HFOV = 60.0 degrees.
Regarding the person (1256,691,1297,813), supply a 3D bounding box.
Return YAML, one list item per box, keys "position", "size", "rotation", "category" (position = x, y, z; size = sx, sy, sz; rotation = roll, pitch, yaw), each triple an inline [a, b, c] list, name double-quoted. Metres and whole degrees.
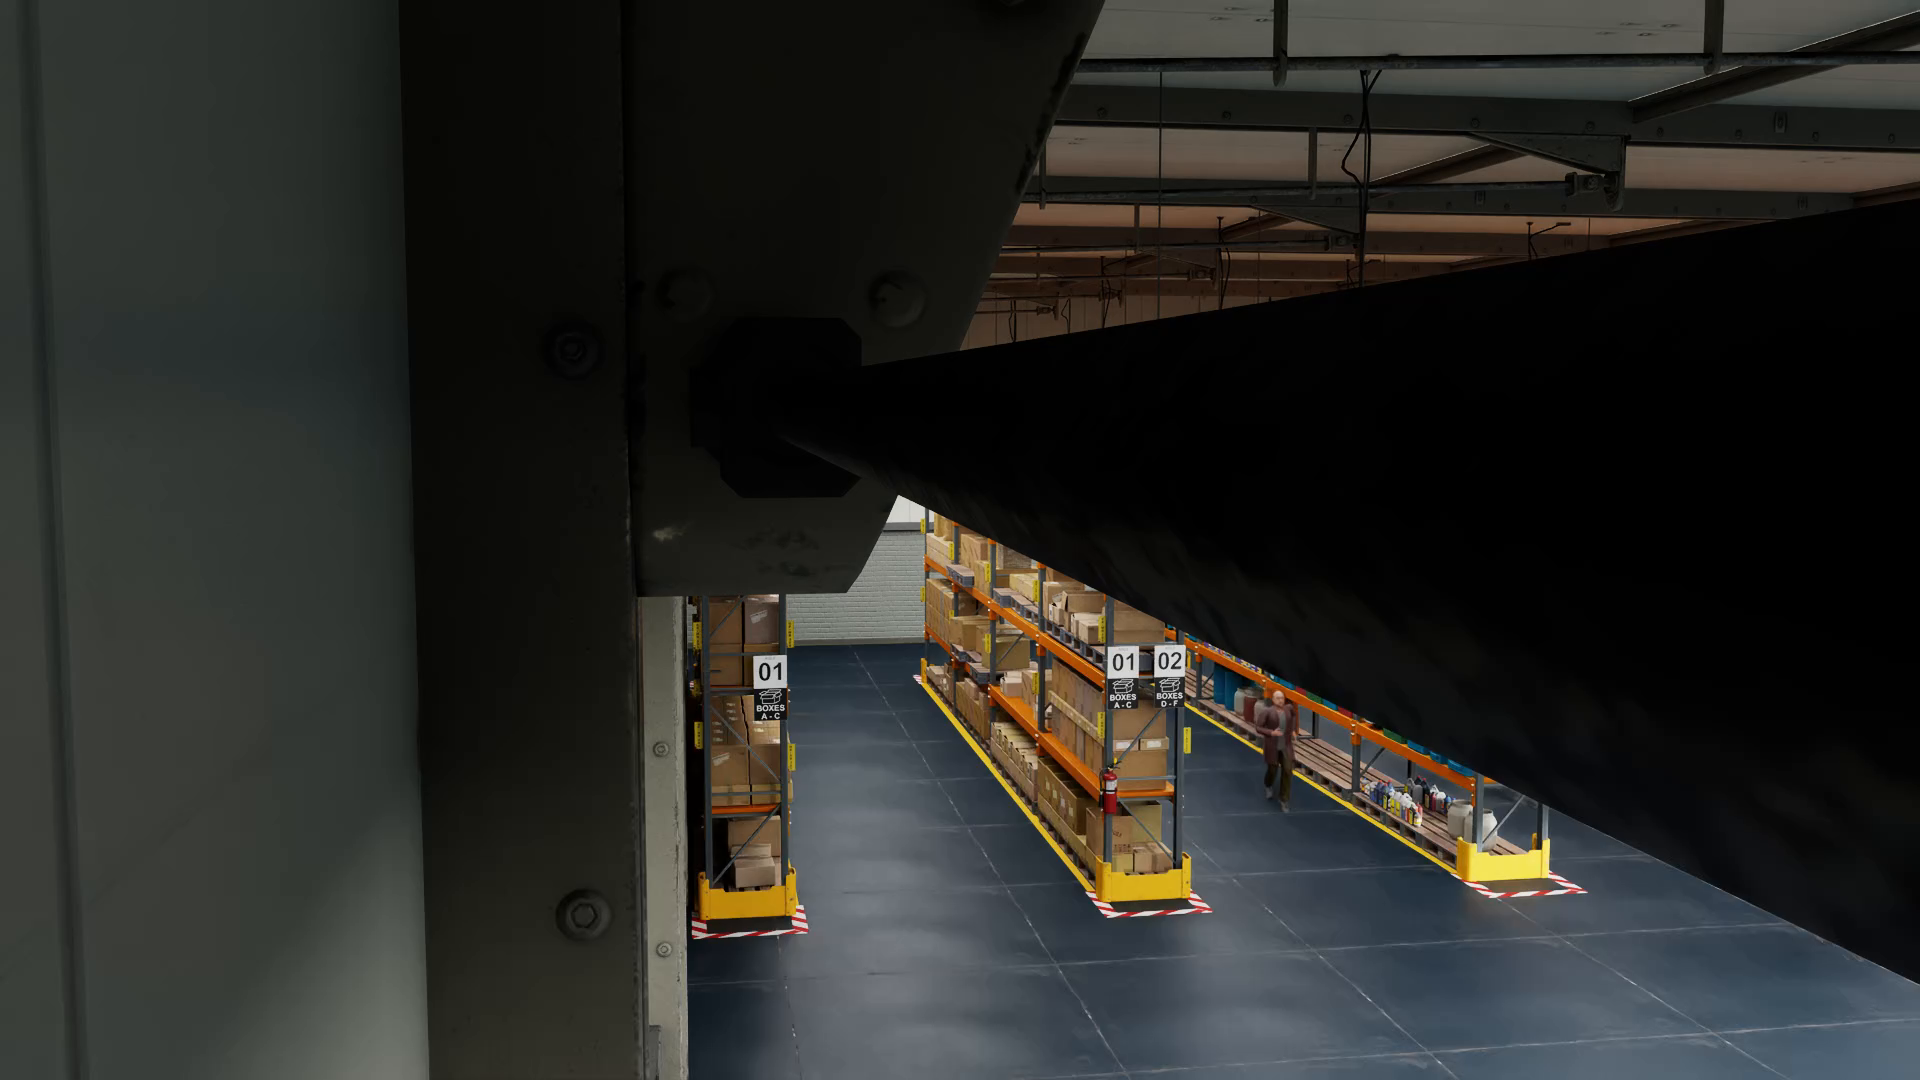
- position: [4.864, 3.219, 25.515]
  size: [0.738, 1.853, 0.923]
  rotation: [-1, 5, -9]
  category: "person"
